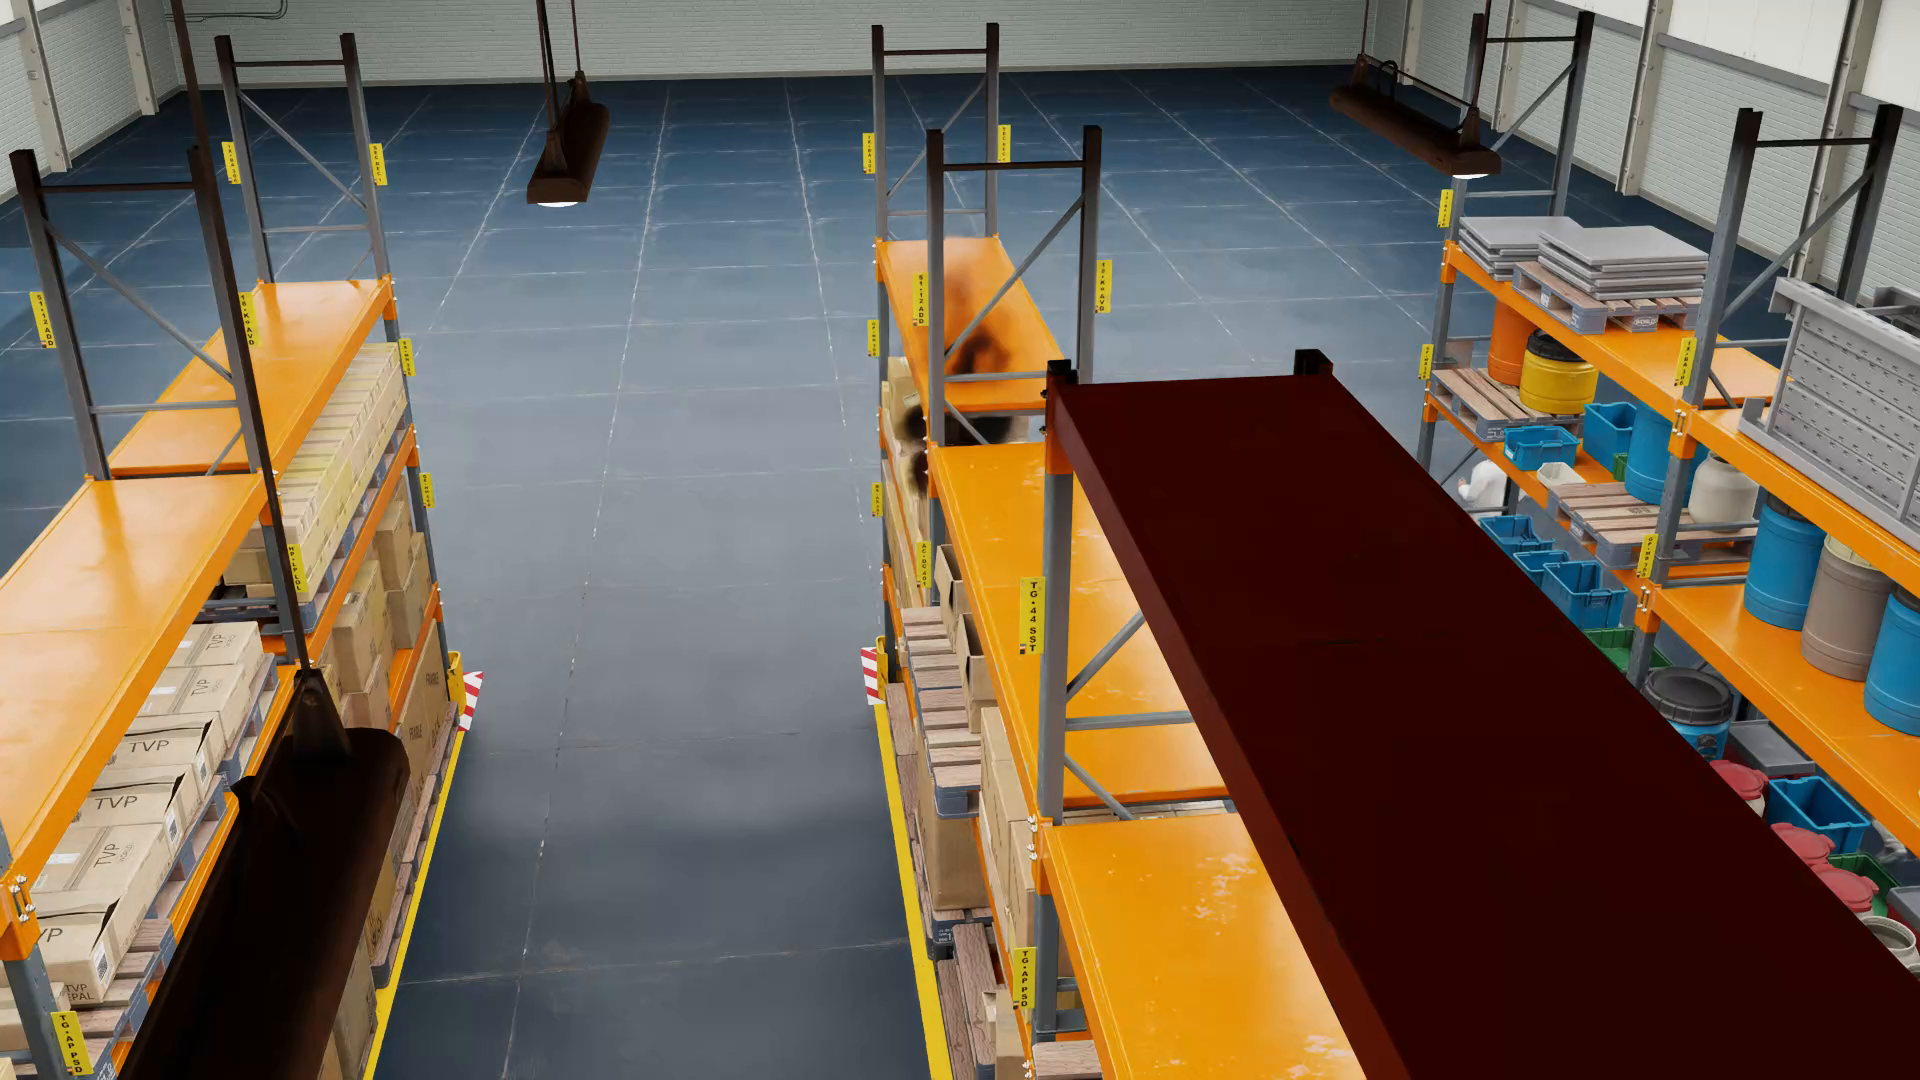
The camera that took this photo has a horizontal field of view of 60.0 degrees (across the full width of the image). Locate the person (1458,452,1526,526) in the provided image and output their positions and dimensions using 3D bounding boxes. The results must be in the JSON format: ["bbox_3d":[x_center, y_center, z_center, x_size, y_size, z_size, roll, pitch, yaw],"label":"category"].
[{"bbox_3d":[5.337,-0.269,17.006,0.927,1.776,0.699,23,34,39],"label":"person"}]

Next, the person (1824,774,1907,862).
[{"bbox_3d":[7.063,1.740,12.908,0.570,1.681,0.892,-8,27,-16],"label":"person"}]
